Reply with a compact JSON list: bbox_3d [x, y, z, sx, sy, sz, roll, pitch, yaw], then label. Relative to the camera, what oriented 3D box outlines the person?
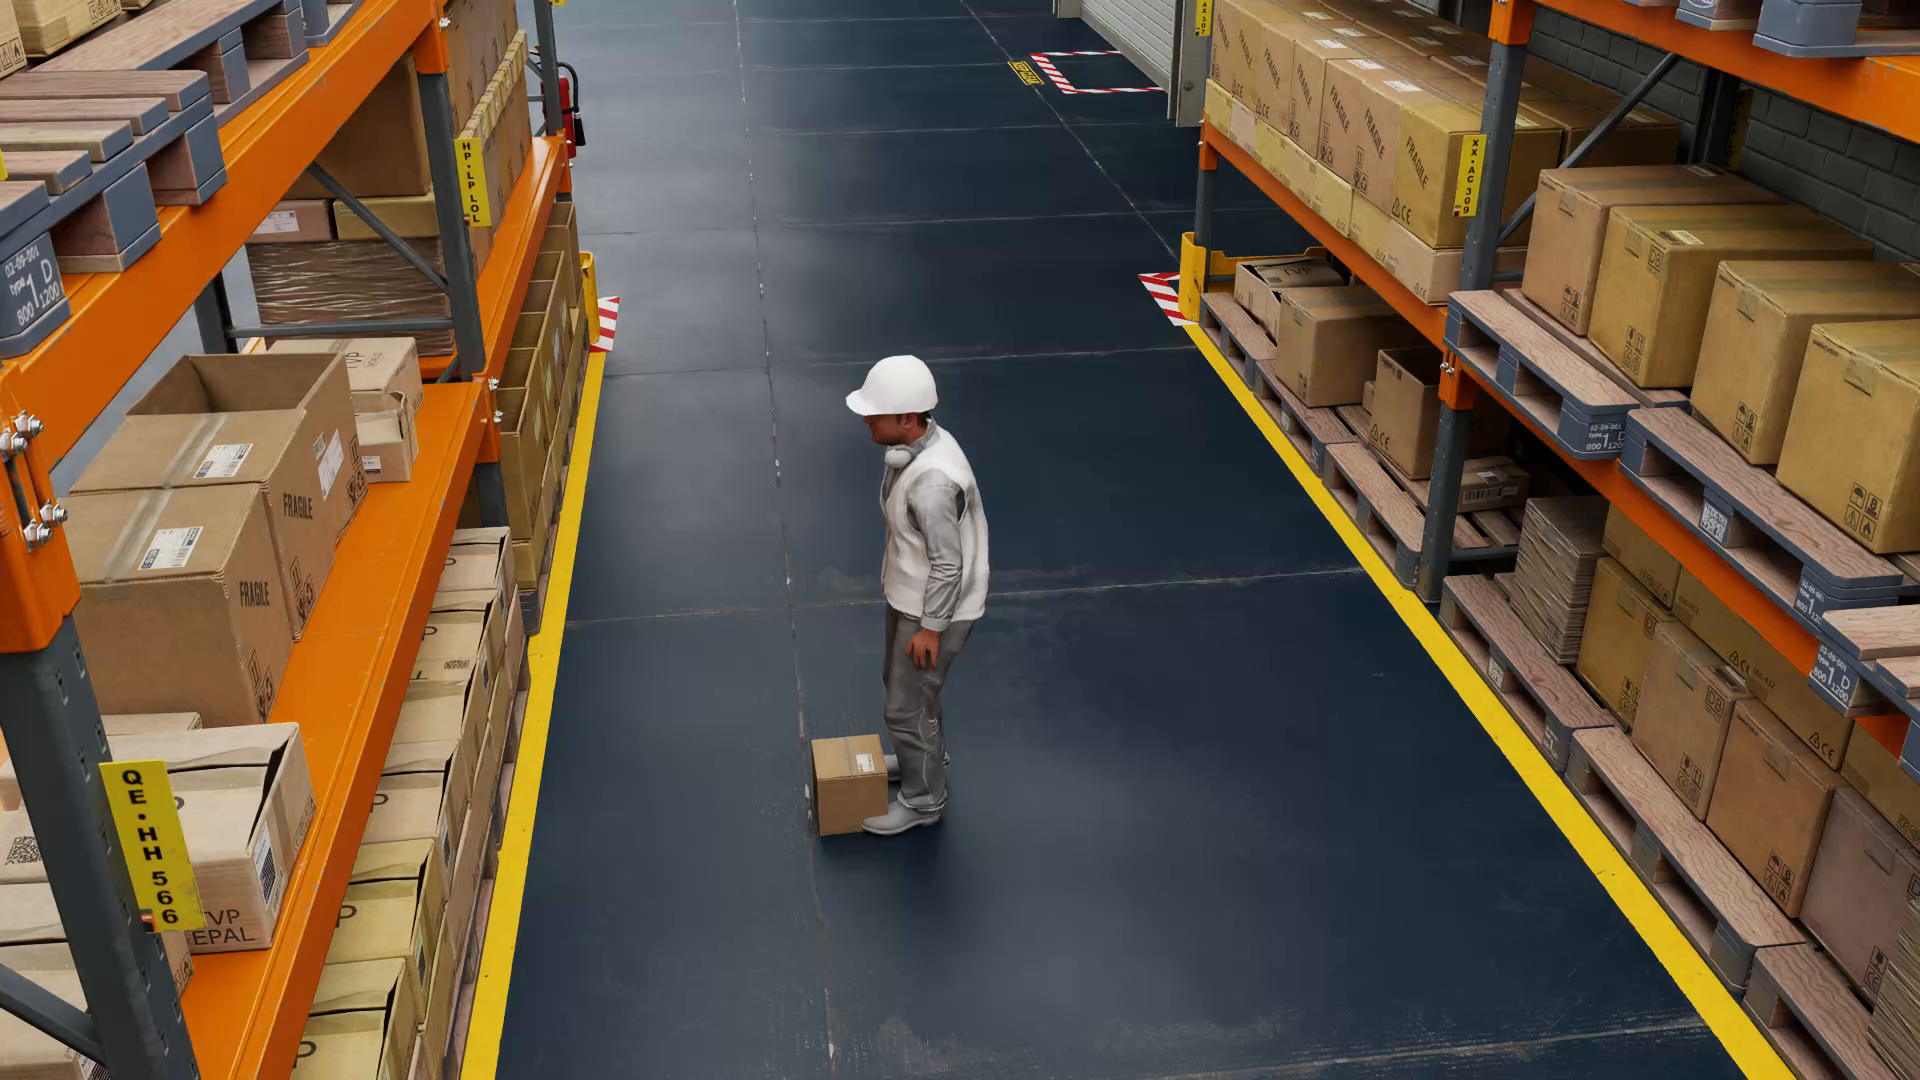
[{"bbox_3d":[-0.146,0.192,5.711,0.475,1.771,0.592,-5,27,-10],"label":"person"}]
